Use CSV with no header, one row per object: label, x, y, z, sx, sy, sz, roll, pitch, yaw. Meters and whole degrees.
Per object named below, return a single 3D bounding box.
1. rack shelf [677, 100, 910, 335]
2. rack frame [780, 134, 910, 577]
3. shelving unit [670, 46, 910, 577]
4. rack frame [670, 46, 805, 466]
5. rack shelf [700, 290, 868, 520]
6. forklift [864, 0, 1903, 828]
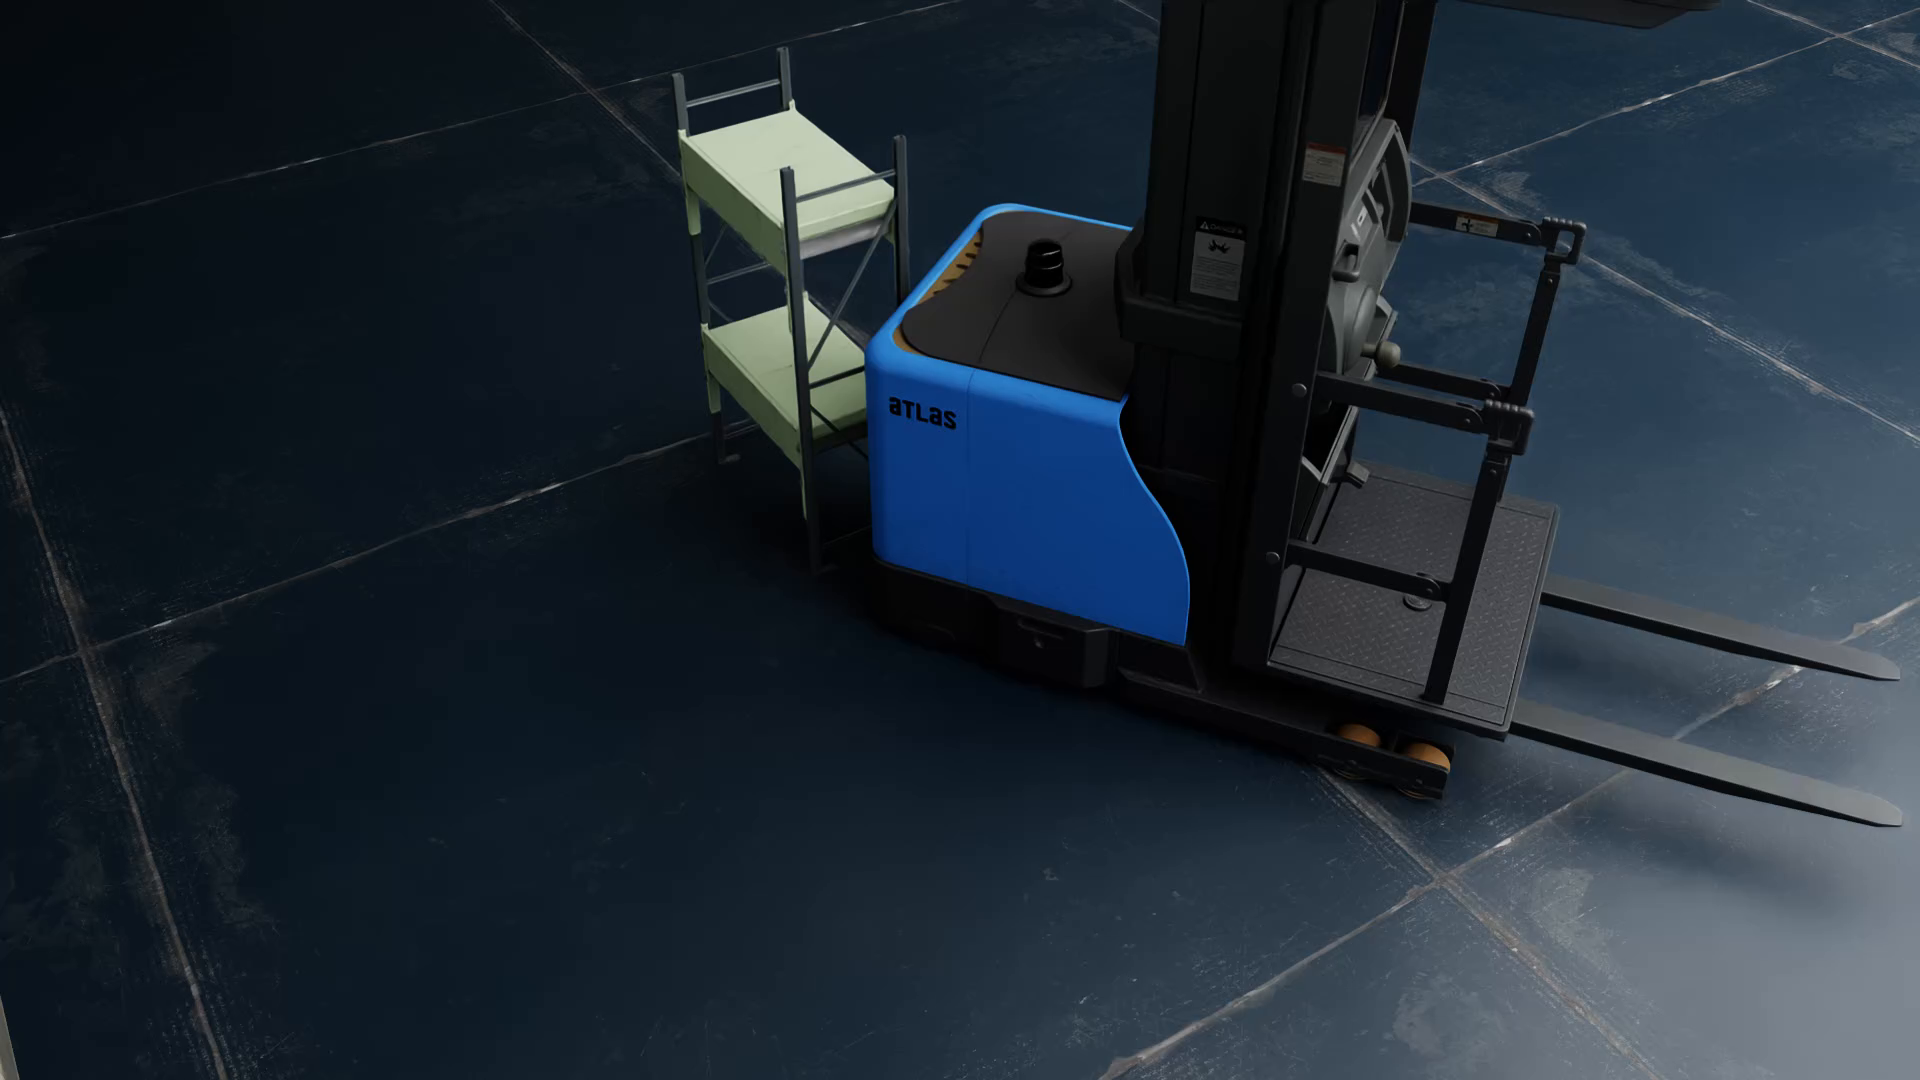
rack shelf,-0.525,-1.023,5.197,0.431,0.370,0.720,-22,45,-24
rack frame,-0.330,-0.525,5.209,0.400,1.500,0.023,-22,45,-24
shelving unit,-0.525,-0.723,5.447,0.431,1.500,0.755,-22,45,-24
rack frame,-0.720,-0.922,5.685,0.400,1.500,0.023,-22,45,-24
rack shelf,-0.525,-0.473,5.655,0.431,0.370,0.720,-22,45,-24
forklift,1.275,-0.761,4.373,3.031,2.935,1.130,15,42,18
